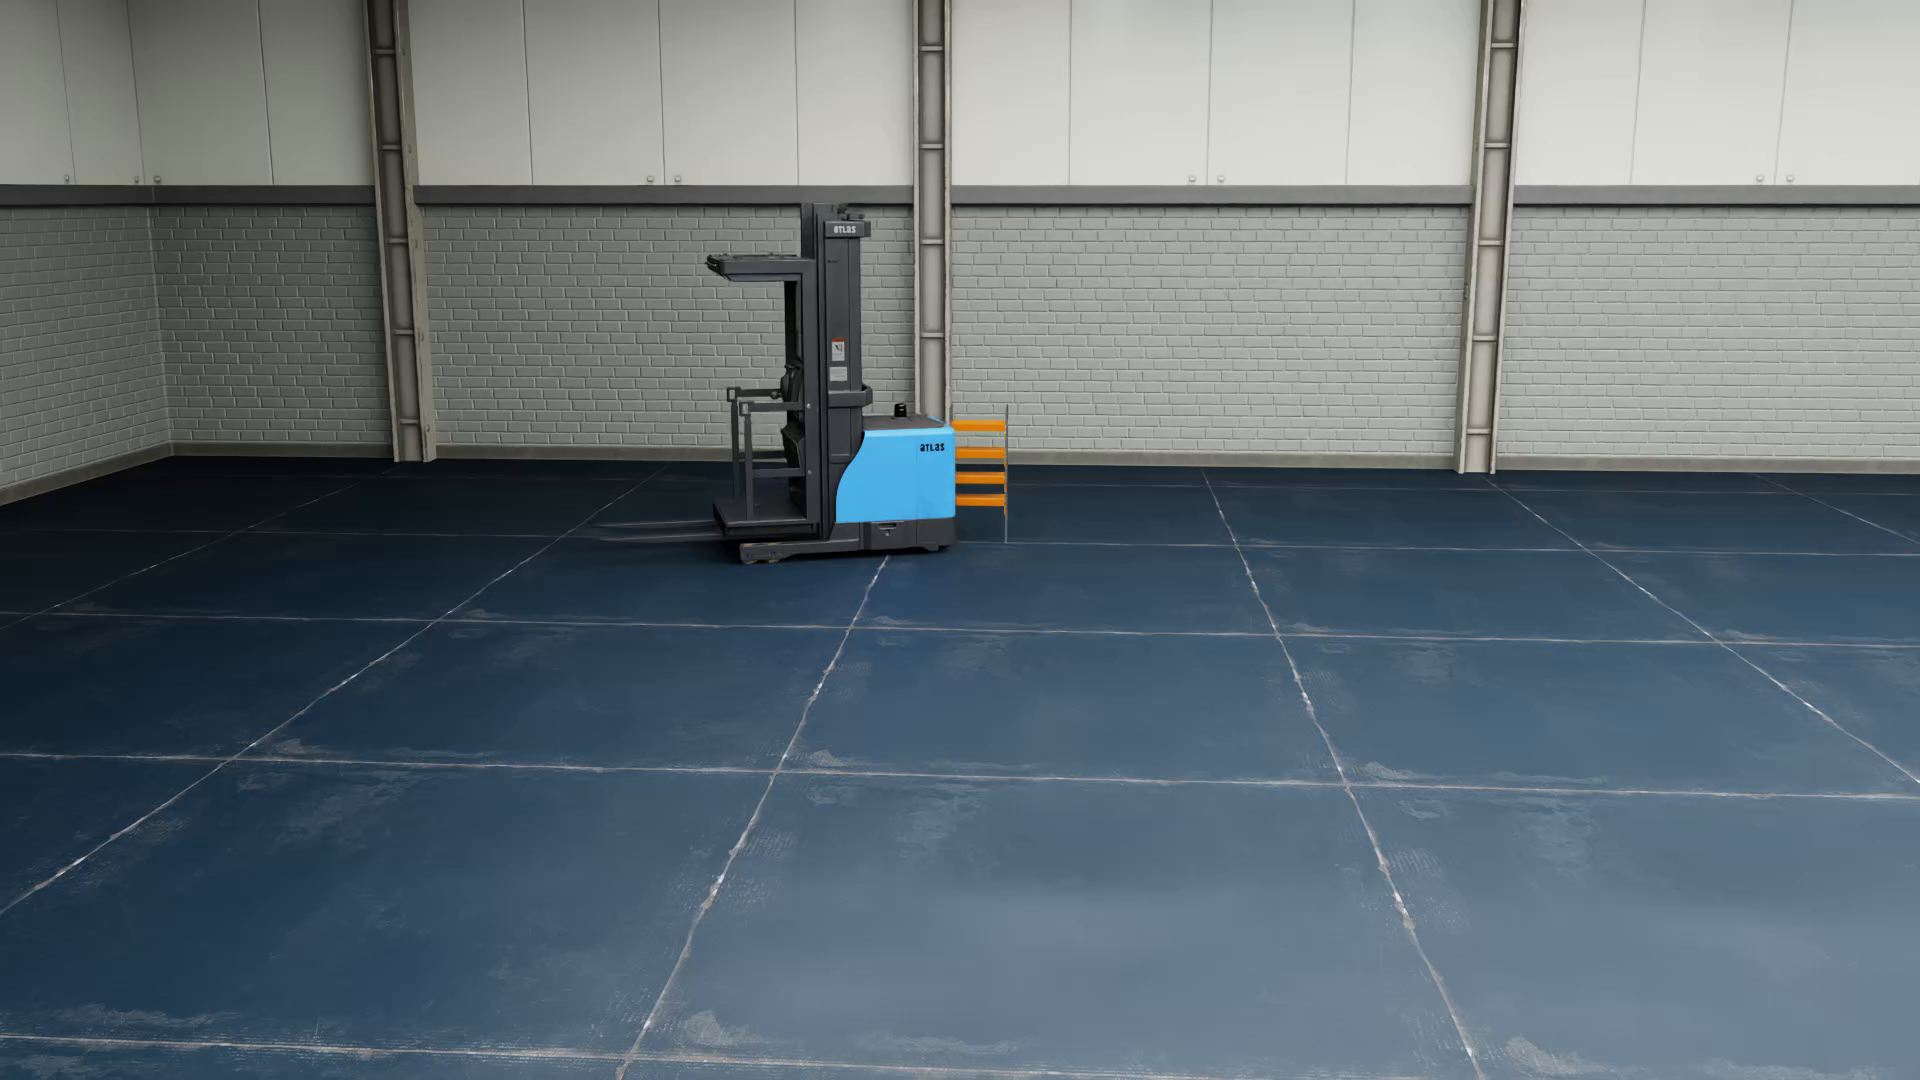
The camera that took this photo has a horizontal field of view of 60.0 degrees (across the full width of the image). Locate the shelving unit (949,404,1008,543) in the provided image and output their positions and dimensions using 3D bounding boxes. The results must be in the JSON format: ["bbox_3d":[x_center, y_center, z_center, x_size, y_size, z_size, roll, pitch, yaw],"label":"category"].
[{"bbox_3d":[0.165,-0.585,14.634,0.503,1.200,0.258,1,12,4],"label":"shelving unit"}]

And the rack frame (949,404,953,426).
[{"bbox_3d":[-0.078,-0.588,14.650,0.015,1.200,0.240,1,12,4],"label":"rack frame"}]

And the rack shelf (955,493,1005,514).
[{"bbox_3d":[0.165,-0.325,14.689,0.480,0.148,0.258,1,12,4],"label":"rack shelf"}]

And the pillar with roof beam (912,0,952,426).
[{"bbox_3d":[-0.585,-4.370,13.681,0.400,9.000,9.100,1,12,4],"label":"pillar with roof beam"}]

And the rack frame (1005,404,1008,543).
[{"bbox_3d":[0.409,-0.582,14.618,0.015,1.200,0.240,1,12,4],"label":"rack frame"}]

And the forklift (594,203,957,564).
[{"bbox_3d":[-1.600,-1.354,14.084,3.031,2.935,1.130,-3,12,-13],"label":"forklift"}]

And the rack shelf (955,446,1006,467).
[{"bbox_3d":[0.165,-0.738,14.602,0.480,0.148,0.258,1,12,4],"label":"rack shelf"}]

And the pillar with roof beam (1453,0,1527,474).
[{"bbox_3d":[5.402,-4.288,13.288,0.400,9.000,9.100,1,12,4],"label":"pillar with roof beam"}]

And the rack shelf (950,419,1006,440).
[{"bbox_3d":[0.165,-0.970,14.554,0.480,0.148,0.258,1,12,4],"label":"rack shelf"}]

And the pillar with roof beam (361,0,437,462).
[{"bbox_3d":[-6.572,-4.452,14.073,0.400,9.000,9.100,1,12,4],"label":"pillar with roof beam"}]

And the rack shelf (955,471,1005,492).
[{"bbox_3d":[0.165,-0.519,14.648,0.480,0.148,0.258,1,12,4],"label":"rack shelf"}]
